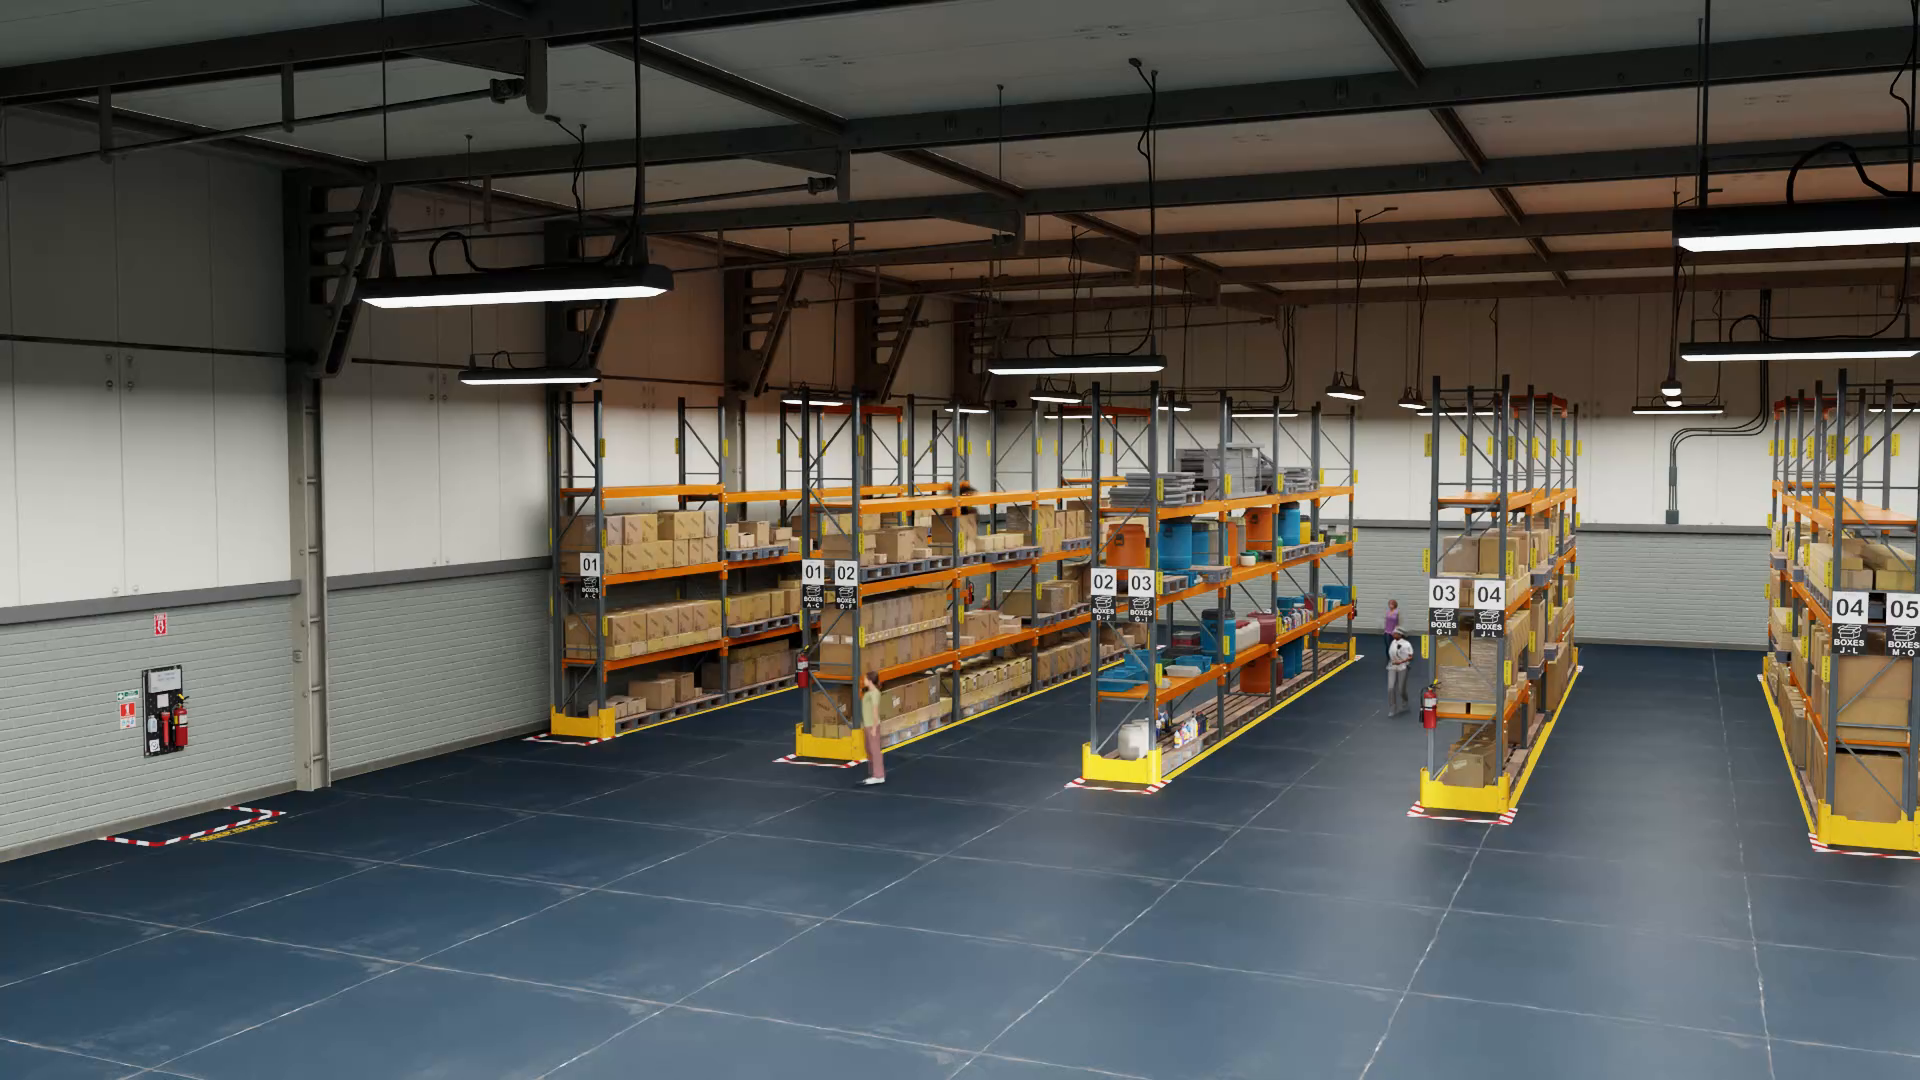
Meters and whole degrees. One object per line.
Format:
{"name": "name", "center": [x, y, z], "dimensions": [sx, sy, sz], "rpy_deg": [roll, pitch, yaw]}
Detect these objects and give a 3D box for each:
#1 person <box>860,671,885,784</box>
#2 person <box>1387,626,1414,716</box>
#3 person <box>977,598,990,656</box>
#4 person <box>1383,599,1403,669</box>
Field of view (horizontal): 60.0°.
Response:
{"name": "person", "center": [-1.307, 2.805, 24.824], "dimensions": [0.354, 1.711, 0.556], "rpy_deg": [-1, 3, -11]}
{"name": "person", "center": [8.321, 2.465, 31.290], "dimensions": [0.503, 1.727, 0.744], "rpy_deg": [2, 4, 29]}
{"name": "person", "center": [0.510, 2.126, 36.933], "dimensions": [0.570, 1.674, 1.032], "rpy_deg": [2, 4, 28]}
{"name": "person", "center": [9.849, 2.122, 37.821], "dimensions": [0.433, 1.559, 0.699], "rpy_deg": [1, 3, 16]}
